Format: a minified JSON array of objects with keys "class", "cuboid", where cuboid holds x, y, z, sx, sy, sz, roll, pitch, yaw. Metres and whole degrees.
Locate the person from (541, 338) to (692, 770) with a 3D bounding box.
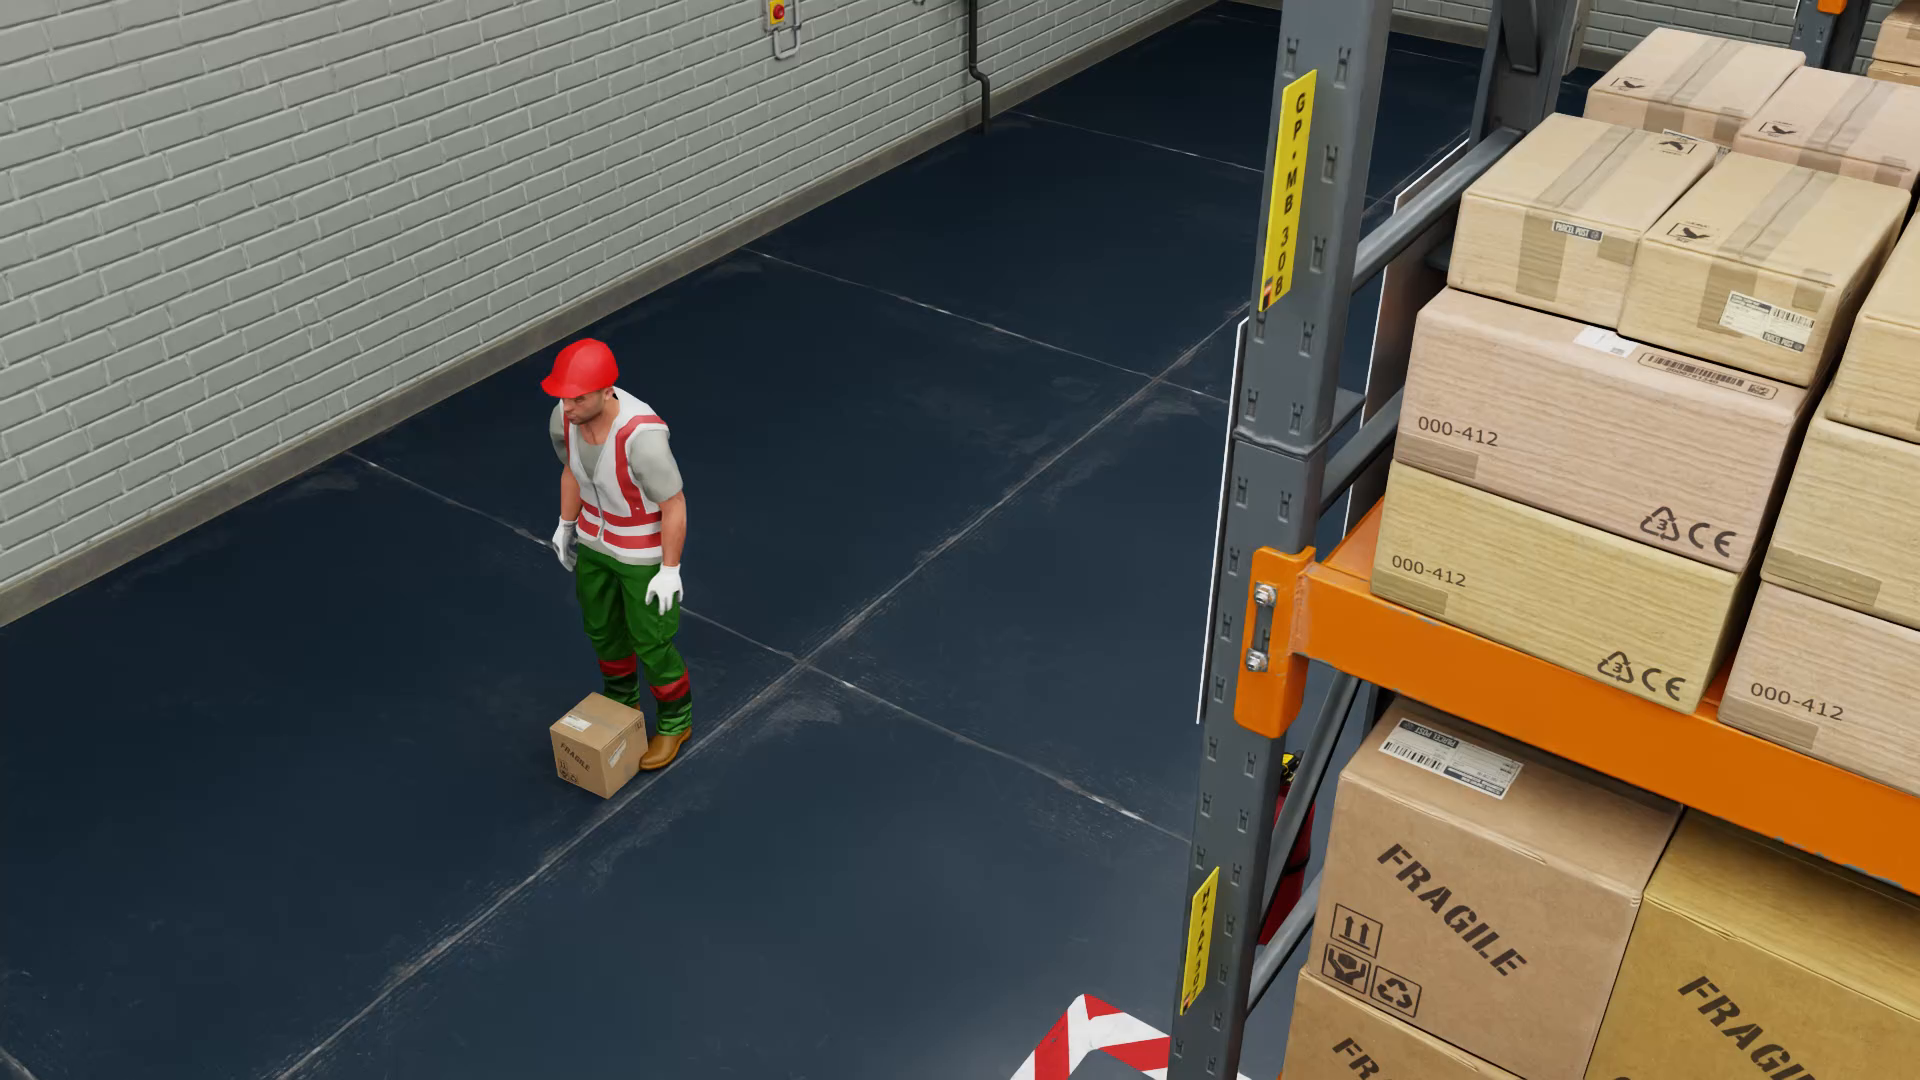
[{"class":"person","cuboid":[-1.241,0.046,6.062,0.607,1.779,0.451,21,40,28]}]
